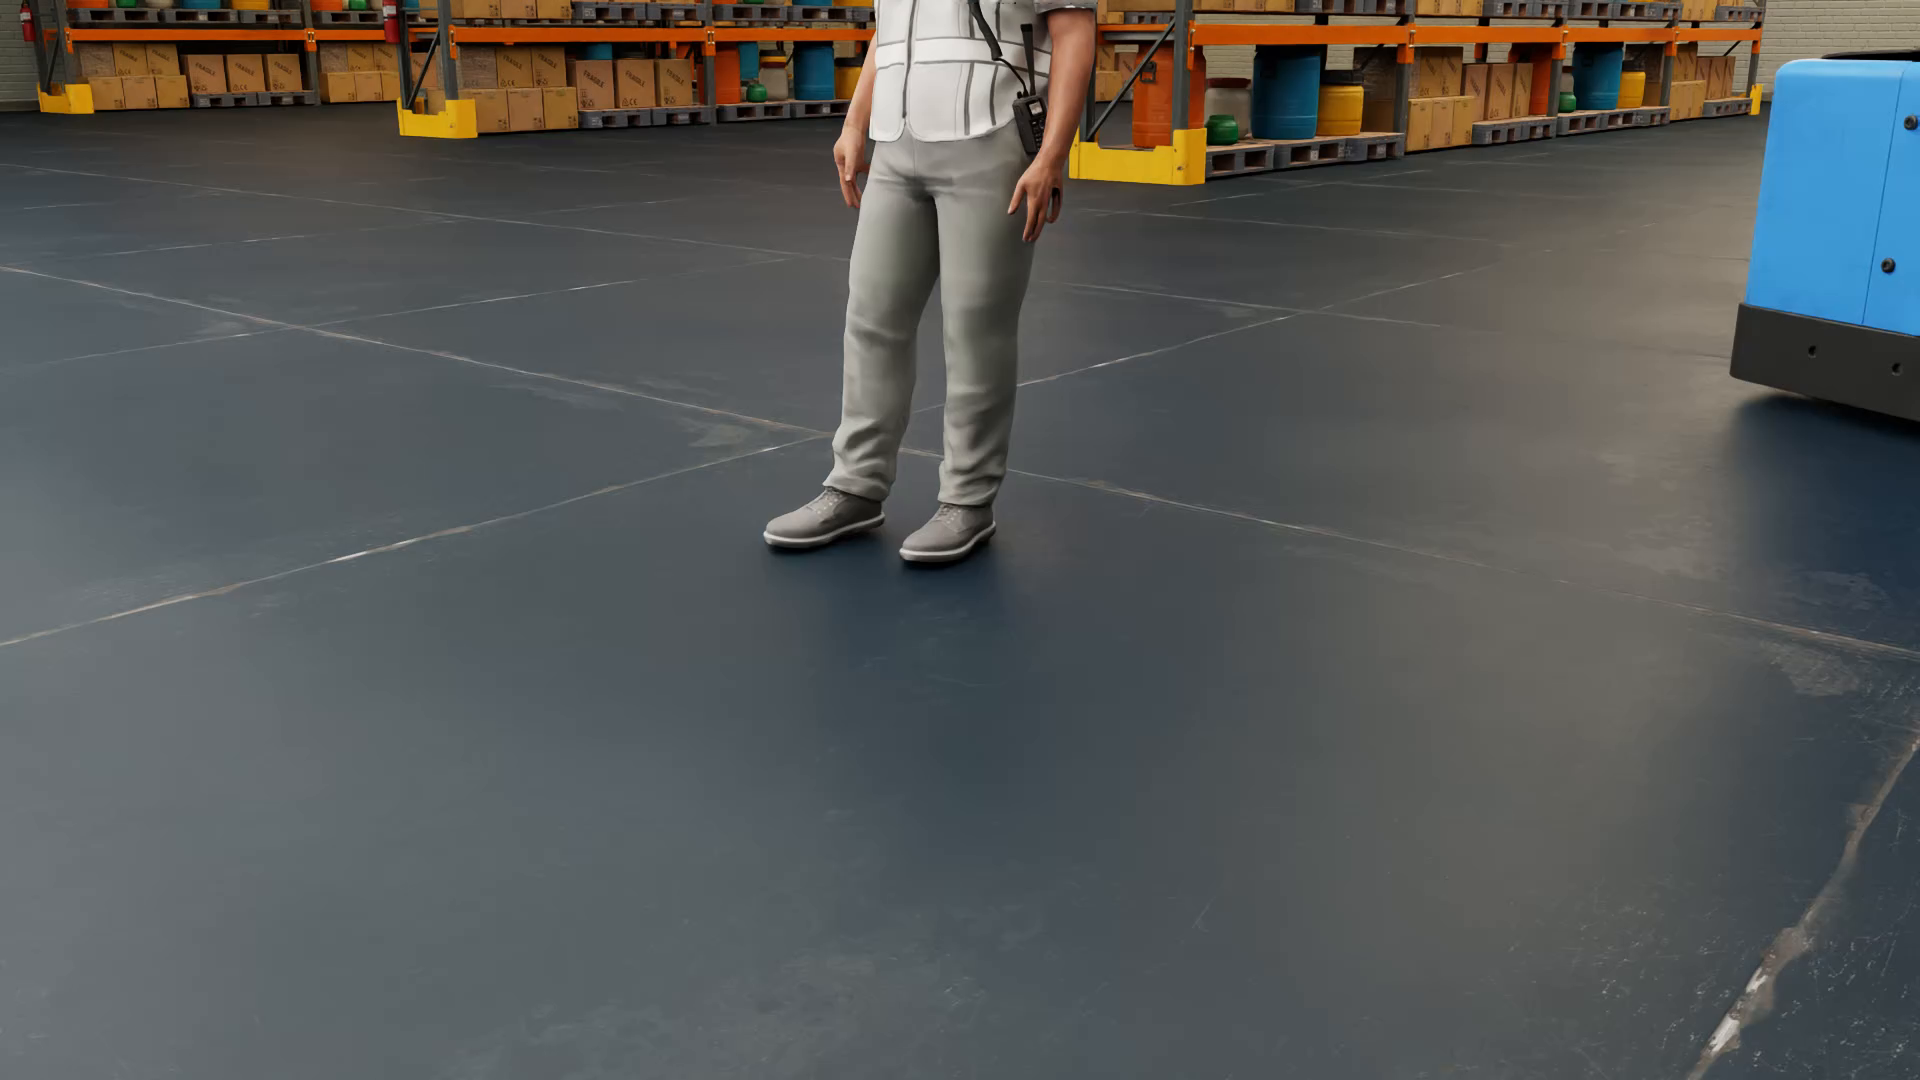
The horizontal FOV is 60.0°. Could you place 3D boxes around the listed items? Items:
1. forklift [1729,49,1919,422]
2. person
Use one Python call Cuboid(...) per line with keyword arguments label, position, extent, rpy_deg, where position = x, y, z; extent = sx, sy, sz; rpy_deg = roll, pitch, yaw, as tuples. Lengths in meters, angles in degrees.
Cuboid(label="forklift", position=(4.102, -1.900, 5.155), extent=(3.031, 2.935, 1.130), rpy_deg=(-6, 18, -20))
Cuboid(label="person", position=(-0.058, -0.845, 3.630), extent=(0.641, 1.781, 0.574), rpy_deg=(13, 21, 37))
